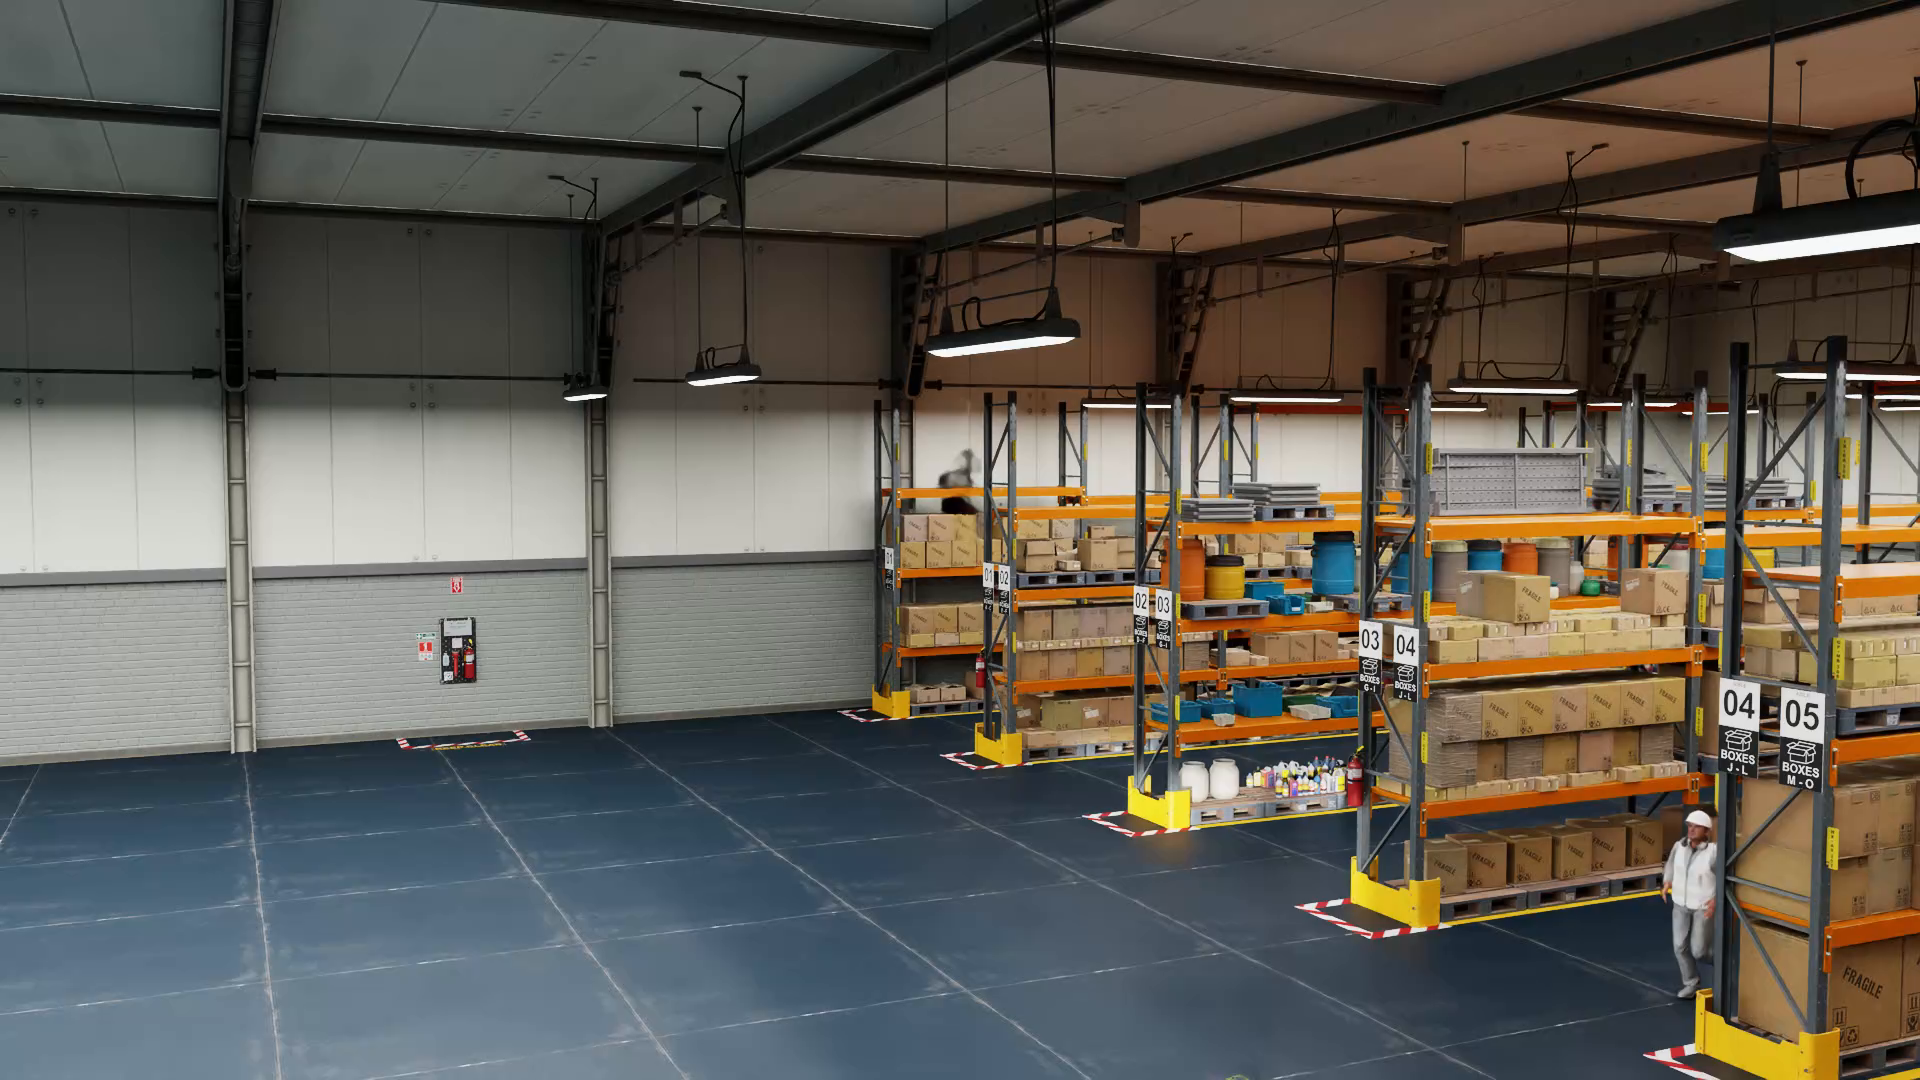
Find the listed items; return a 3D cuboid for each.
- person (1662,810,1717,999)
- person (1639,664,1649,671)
[{"bbox_3d":[6.900,3.387,15.558,0.586,1.736,0.683,-2,4,-36],"label":"person"},{"bbox_3d":[11.933,2.616,29.637,0.556,1.626,0.555,-2,4,-28],"label":"person"}]
